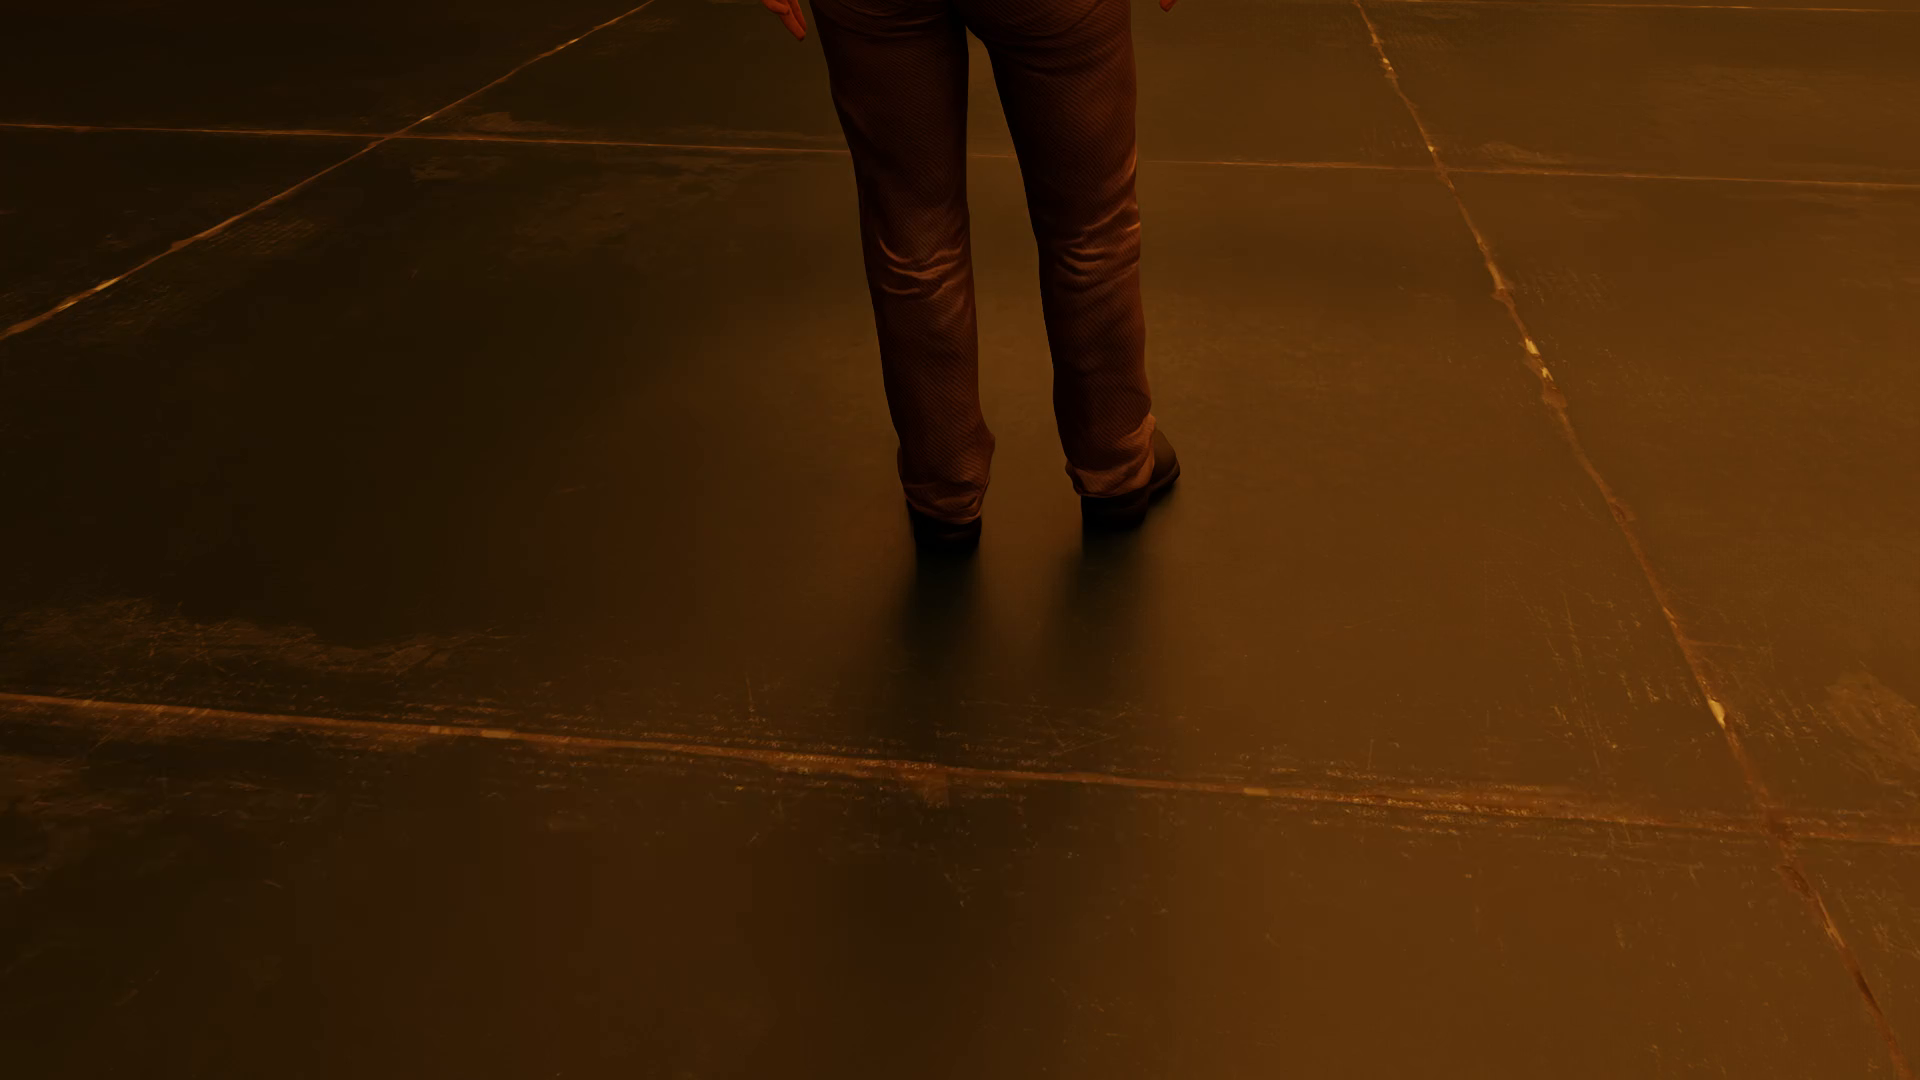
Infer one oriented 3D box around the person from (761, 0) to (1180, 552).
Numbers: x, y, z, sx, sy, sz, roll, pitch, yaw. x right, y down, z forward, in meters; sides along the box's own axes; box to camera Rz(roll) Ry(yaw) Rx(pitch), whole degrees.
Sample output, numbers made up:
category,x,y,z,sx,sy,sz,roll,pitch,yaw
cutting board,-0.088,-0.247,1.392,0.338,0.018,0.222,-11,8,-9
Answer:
category,x,y,z,sx,sy,sz,roll,pitch,yaw
person,0.016,-0.804,2.166,0.632,1.720,0.568,3,27,7
